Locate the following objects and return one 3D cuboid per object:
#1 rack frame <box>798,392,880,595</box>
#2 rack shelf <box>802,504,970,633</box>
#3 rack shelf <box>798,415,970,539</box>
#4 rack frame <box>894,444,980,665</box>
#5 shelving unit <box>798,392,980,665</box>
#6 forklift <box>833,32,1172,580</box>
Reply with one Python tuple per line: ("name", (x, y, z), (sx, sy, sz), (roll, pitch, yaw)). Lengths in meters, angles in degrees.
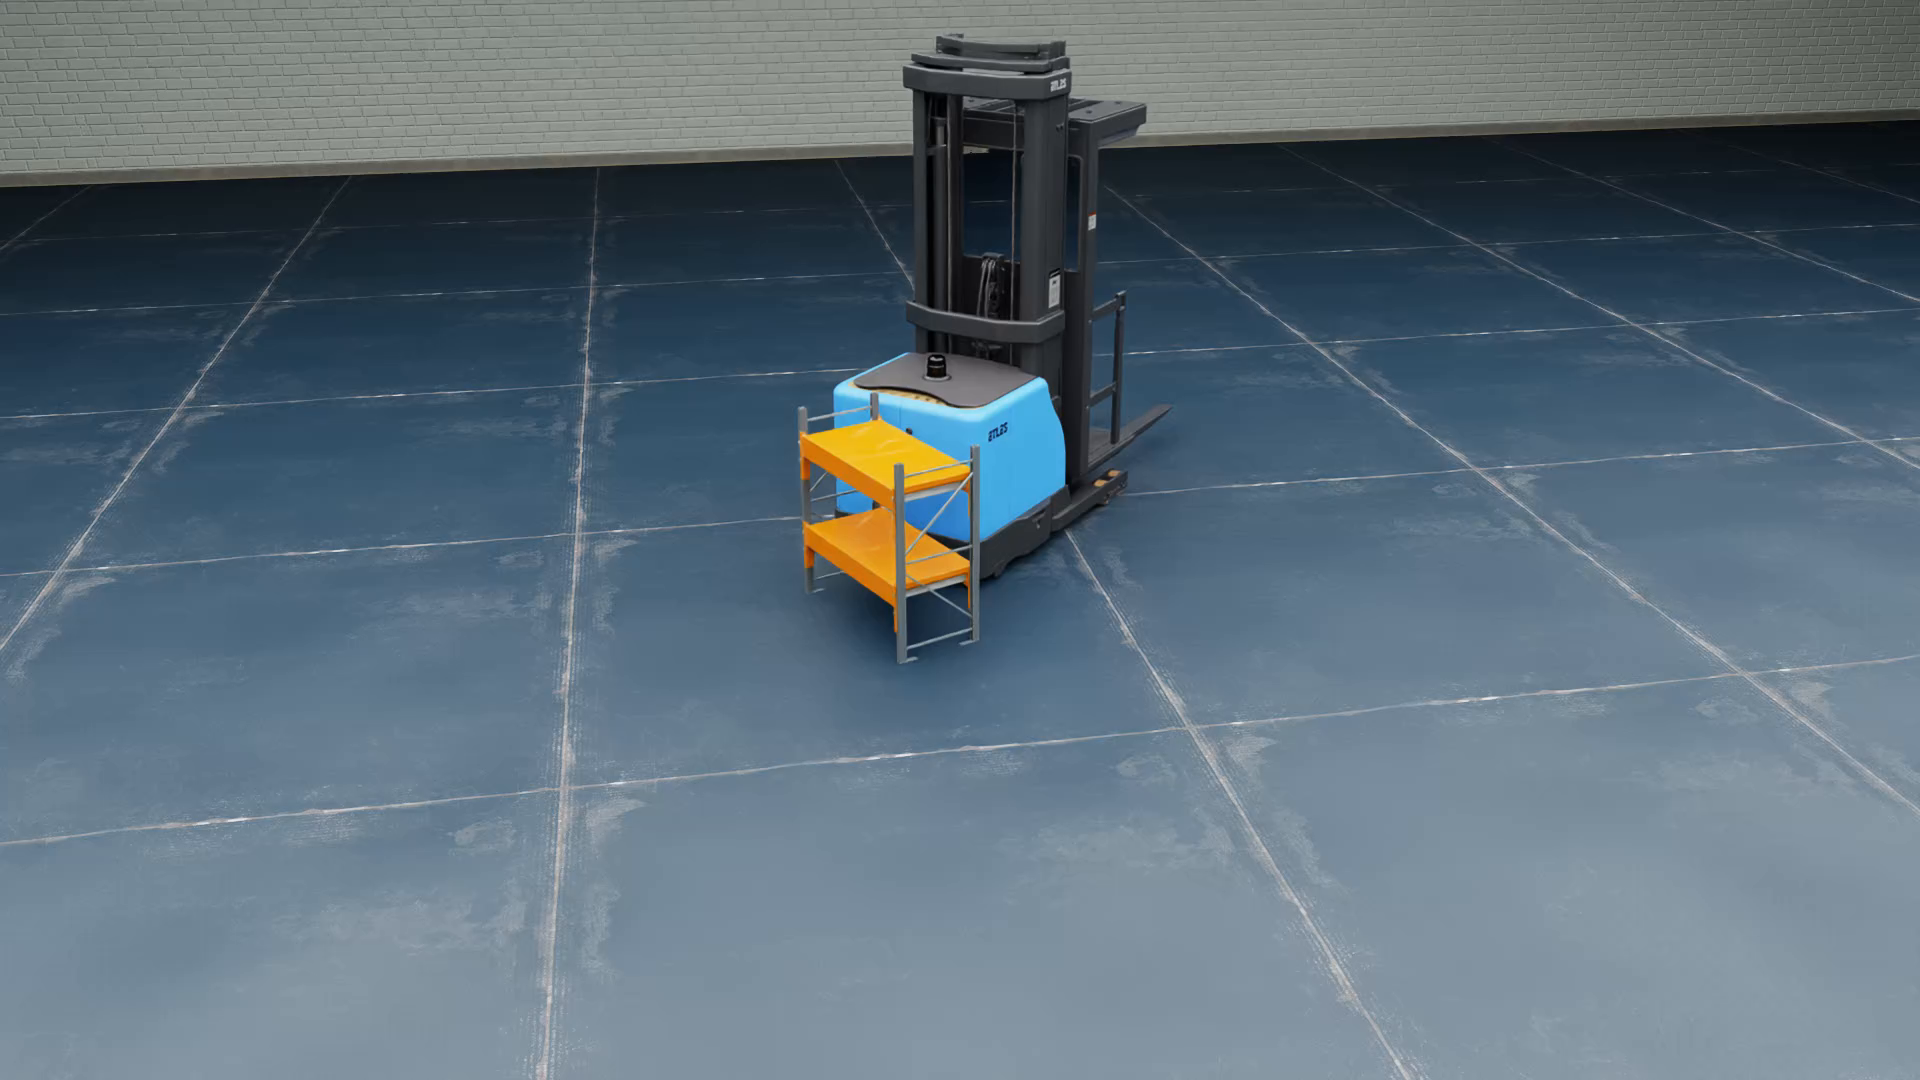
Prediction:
("rack frame", (-0.672, -0.258, 9.436), (0.500, 1.125, 0.032), (-15, 28, -30))
("rack shelf", (-0.393, 0.136, 9.144), (0.538, 0.278, 1.000), (-15, 28, -30))
("rack shelf", (-0.393, -0.356, 8.929), (0.538, 0.278, 1.000), (-15, 28, -30))
("rack frame", (-0.114, 0.082, 8.657), (0.500, 1.125, 0.032), (-15, 28, -30))
("shelving unit", (-0.393, -0.088, 9.046), (0.538, 1.125, 1.048), (-15, 28, -30))
("forklift", (0.446, -1.655, 10.377), (1.130, 2.935, 3.031), (14, 27, 28))
